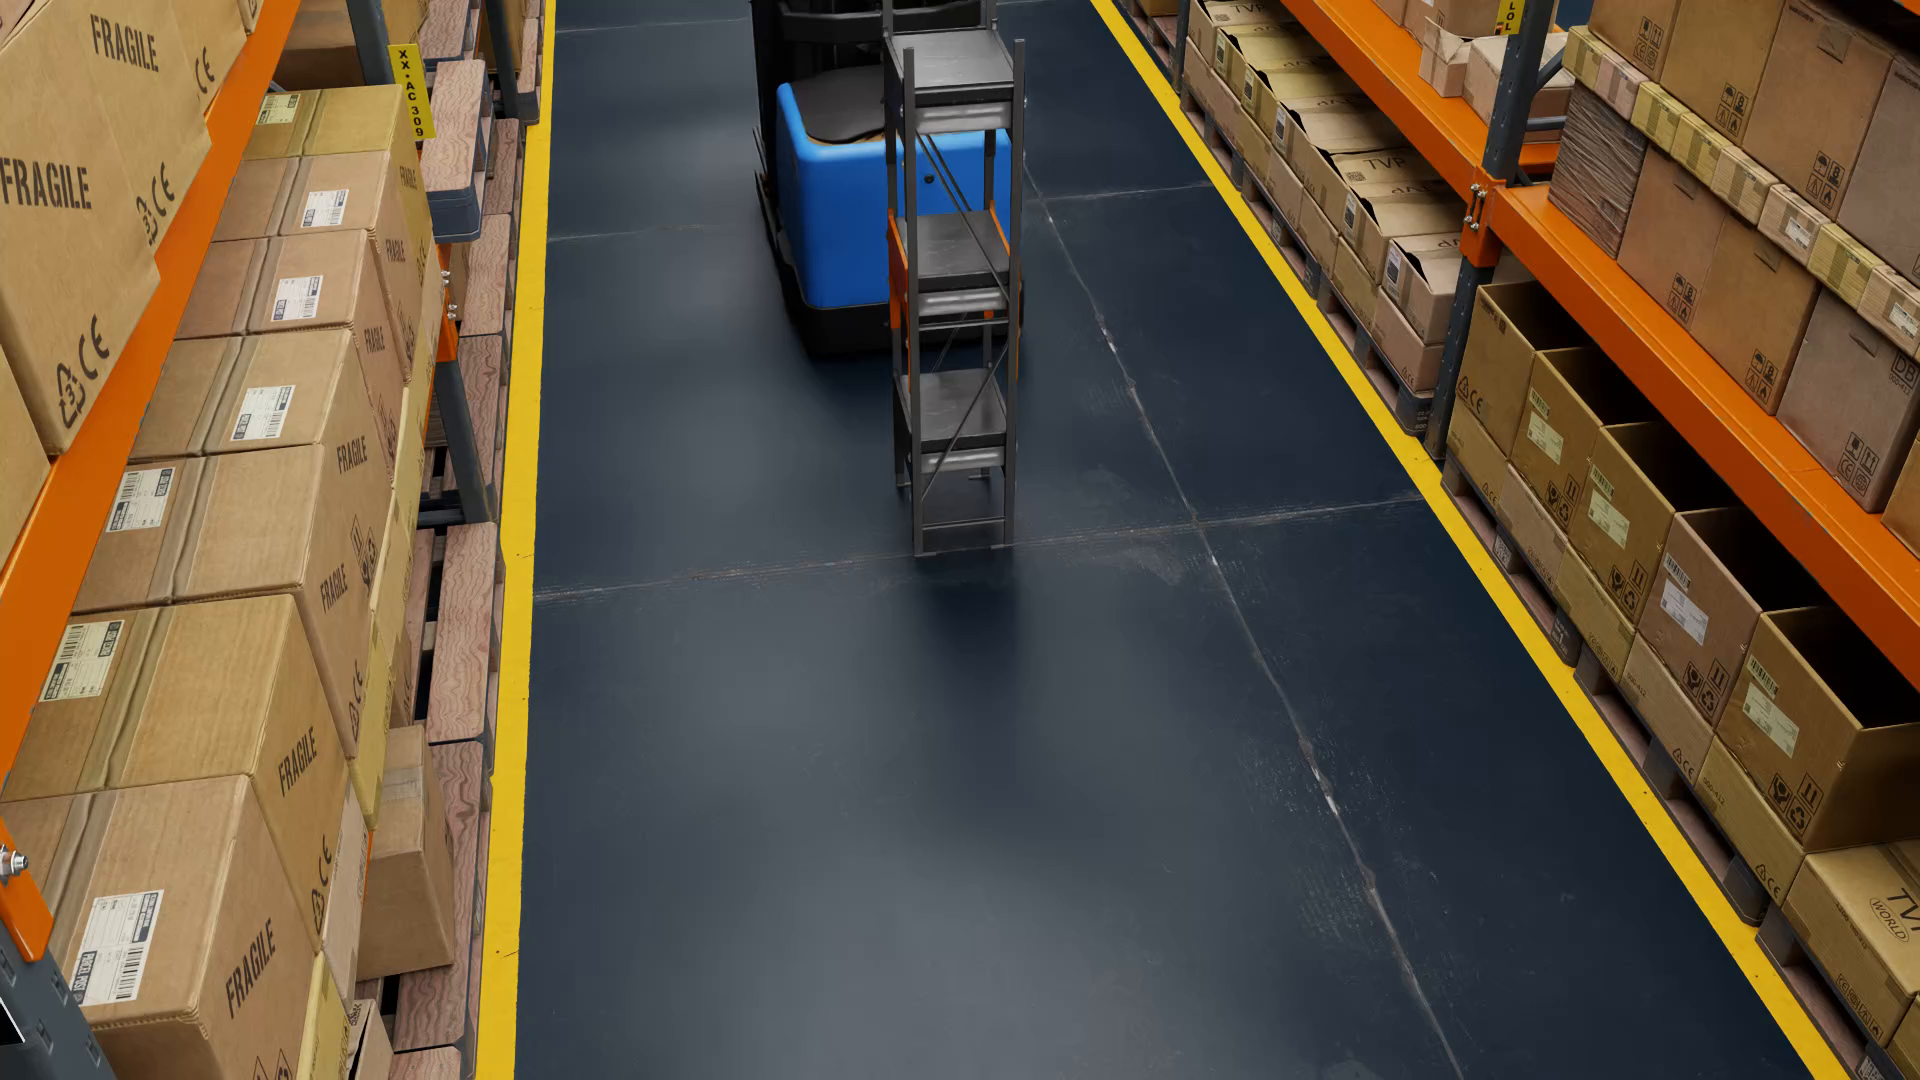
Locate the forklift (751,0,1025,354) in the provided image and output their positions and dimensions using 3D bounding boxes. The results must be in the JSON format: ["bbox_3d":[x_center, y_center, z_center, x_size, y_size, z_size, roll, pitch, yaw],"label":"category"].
[{"bbox_3d":[-0.505,-2.930,8.132,1.130,2.935,3.031,-7,38,-9],"label":"forklift"}]

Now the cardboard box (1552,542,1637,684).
[{"bbox_3d":[2.475,0.227,5.912,0.500,0.250,0.500,-6,38,-8],"label":"cardboard box"}]

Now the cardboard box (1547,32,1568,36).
[{"bbox_3d":[2.573,-2.069,7.173,0.380,0.149,0.250,-6,38,-8],"label":"cardboard box"}]

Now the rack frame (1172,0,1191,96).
[{"bbox_3d":[1.826,-4.027,9.488,1.000,3.000,0.127,-6,38,-8],"label":"rack frame"}]

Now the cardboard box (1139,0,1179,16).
[{"bbox_3d":[1.431,-3.753,10.815,0.500,0.500,0.500,-5,38,-6],"label":"cardboard box"}]

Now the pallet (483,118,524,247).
[{"bbox_3d":[-2.915,-1.919,9.047,1.003,0.211,1.213,-6,38,-8],"label":"pallet"}]

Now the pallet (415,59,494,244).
[{"bbox_3d":[-2.340,-1.477,6.363,1.003,0.211,1.213,-6,38,-8],"label":"pallet"}]

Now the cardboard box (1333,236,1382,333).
[{"bbox_3d":[2.082,-1.216,7.769,0.500,0.250,0.500,-7,38,-9],"label":"cardboard box"}]

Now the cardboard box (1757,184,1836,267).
[{"bbox_3d":[2.614,-0.945,4.912,0.380,0.149,0.250,-7,38,-9],"label":"cardboard box"}]

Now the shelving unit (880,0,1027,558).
[{"bbox_3d":[-0.029,-0.929,6.235,0.431,2.100,0.503,-6,38,-8],"label":"shelving unit"}]

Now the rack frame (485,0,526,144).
[{"bbox_3d":[-3.050,-3.492,8.800,1.000,3.000,0.127,-6,38,-8],"label":"rack frame"}]

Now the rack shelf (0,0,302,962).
[{"bbox_3d":[-1.998,-0.768,3.435,1.077,0.370,4.000,-6,38,-8],"label":"rack shelf"}]

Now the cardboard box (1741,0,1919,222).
[{"bbox_3d":[2.788,-1.288,4.824,0.700,0.500,0.500,-6,38,-8],"label":"cardboard box"}]

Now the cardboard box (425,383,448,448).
[{"bbox_3d":[-2.494,-0.705,6.892,0.700,0.500,0.500,-5,38,-6],"label":"cardboard box"}]

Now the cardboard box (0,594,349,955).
[{"bbox_3d":[-1.512,0.475,3.188,0.500,0.500,0.500,-6,38,-8],"label":"cardboard box"}]

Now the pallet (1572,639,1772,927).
[{"bbox_3d":[2.843,0.713,5.659,1.003,0.211,1.213,-6,38,-8],"label":"pallet"}]

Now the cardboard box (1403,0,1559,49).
[{"bbox_3d":[2.316,-2.434,7.357,0.500,0.500,0.500,-4,38,-5],"label":"cardboard box"}]

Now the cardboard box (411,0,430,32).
[{"bbox_3d":[-2.642,-2.333,6.868,0.700,0.500,0.500,-1,38,-2],"label":"cardboard box"}]

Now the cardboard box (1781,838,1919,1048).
[{"bbox_3d":[2.744,1.132,4.747,0.500,0.250,0.500,-6,38,-8],"label":"cardboard box"}]

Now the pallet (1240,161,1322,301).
[{"bbox_3d":[2.142,-1.689,8.752,1.003,0.211,1.213,-6,38,-8],"label":"pallet"}]

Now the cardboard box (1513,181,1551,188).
[{"bbox_3d":[2.617,-1.492,7.667,0.500,0.311,0.500,-7,38,-8],"label":"cardboard box"}]

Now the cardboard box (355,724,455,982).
[{"bbox_3d":[-1.860,0.933,4.783,0.700,0.500,0.500,-9,39,-11],"label":"cardboard box"}]

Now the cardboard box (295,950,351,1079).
[{"bbox_3d":[-1.421,1.063,3.043,0.500,0.250,0.500,-7,38,-9],"label":"cardboard box"}]

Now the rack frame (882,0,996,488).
[{"bbox_3d":[-0.072,-1.077,6.424,0.400,2.100,0.015,-6,38,-8],"label":"rack frame"}]

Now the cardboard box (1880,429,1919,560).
[{"bbox_3d":[2.981,-0.135,4.397,0.700,0.500,0.500,-6,38,-8],"label":"cardboard box"}]

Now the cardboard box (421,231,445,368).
[{"bbox_3d":[-1.968,-0.771,5.403,0.500,0.250,0.500,-6,38,-8],"label":"cardboard box"}]

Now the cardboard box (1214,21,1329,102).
[{"bbox_3d":[1.729,-2.664,9.176,0.500,0.311,0.500,-7,38,-9],"label":"cardboard box"}]

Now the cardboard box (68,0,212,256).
[{"bbox_3d":[-1.614,-0.762,2.743,0.500,0.500,0.500,-5,38,-6],"label":"cardboard box"}]

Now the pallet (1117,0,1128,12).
[{"bbox_3d":[1.522,-4.116,11.876,1.003,0.211,1.213,-6,38,-8],"label":"pallet"}]

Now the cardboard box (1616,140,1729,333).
[{"bbox_3d":[2.710,-1.065,5.595,0.700,0.500,0.500,-7,38,-8],"label":"cardboard box"}]

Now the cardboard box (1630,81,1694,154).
[{"bbox_3d":[2.475,-1.416,5.518,0.380,0.149,0.250,-7,38,-9],"label":"cardboard box"}]

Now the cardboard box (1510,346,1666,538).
[{"bbox_3d":[2.396,-0.372,6.072,0.500,0.500,0.500,-6,38,-8],"label":"cardboard box"}]

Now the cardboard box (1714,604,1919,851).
[{"bbox_3d":[2.652,0.535,4.905,0.500,0.500,0.500,-6,38,-8],"label":"cardboard box"}]

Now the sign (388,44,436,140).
[{"bbox_3d":[-1.816,-1.481,5.505,0.100,0.325,0.005,-6,38,-8],"label":"sign"}]

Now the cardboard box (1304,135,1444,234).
[{"bbox_3d":[1.991,-1.741,7.988,0.500,0.311,0.500,-6,38,-8],"label":"cardboard box"}]

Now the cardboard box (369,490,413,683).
[{"bbox_3d":[-1.696,0.137,4.235,0.500,0.250,0.500,-6,38,-8],"label":"cardboard box"}]

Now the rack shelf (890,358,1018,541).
[{"bbox_3d":[-0.029,-0.366,6.672,0.431,0.518,0.480,-6,38,-8],"label":"rack shelf"}]

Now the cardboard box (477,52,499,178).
[{"bbox_3d":[-2.873,-2.249,8.879,0.700,0.500,0.500,-6,38,-7],"label":"cardboard box"}]

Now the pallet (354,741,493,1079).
[{"bbox_3d":[-1.979,1.166,5.078,1.003,0.211,1.213,-6,38,-8],"label":"pallet"}]

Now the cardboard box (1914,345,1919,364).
[{"bbox_3d":[2.746,-0.483,4.316,0.380,0.149,0.250,-5,38,-7],"label":"cardboard box"}]

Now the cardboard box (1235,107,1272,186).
[{"bbox_3d":[1.815,-2.142,8.961,0.500,0.250,0.500,-7,38,-9],"label":"cardboard box"}]

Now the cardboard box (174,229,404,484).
[{"bbox_3d":[-1.791,-0.462,4.395,0.500,0.500,0.500,-7,38,-9],"label":"cardboard box"}]
